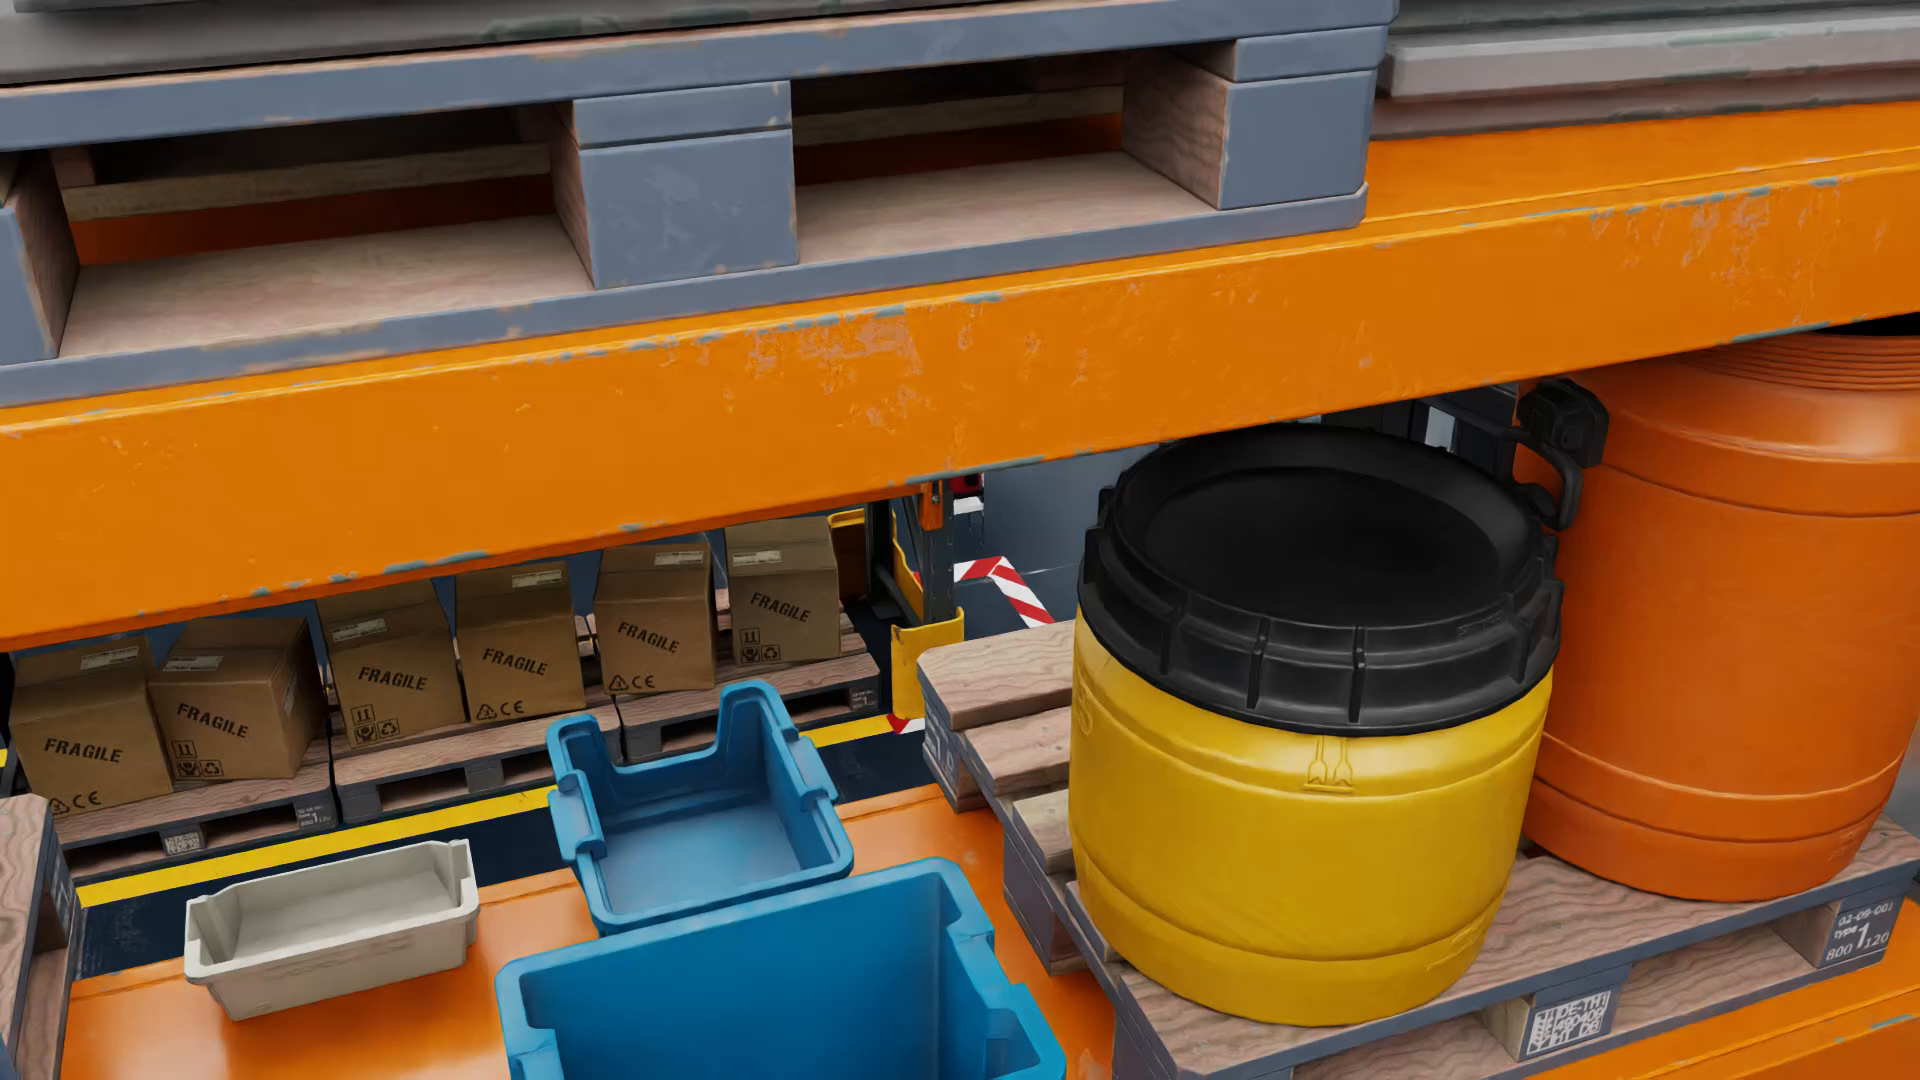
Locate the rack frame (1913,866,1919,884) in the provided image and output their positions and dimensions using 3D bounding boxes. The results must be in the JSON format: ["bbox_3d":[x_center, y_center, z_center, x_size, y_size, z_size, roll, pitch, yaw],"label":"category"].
[{"bbox_3d":[1.471,1.533,3.530,0.127,3.000,1.000,-10,31,-18],"label":"rack frame"}]

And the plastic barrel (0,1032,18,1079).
[{"bbox_3d":[-1.308,0.397,1.561,0.708,0.901,0.600,-10,31,-18],"label":"plastic barrel"}]

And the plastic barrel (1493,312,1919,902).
[{"bbox_3d":[1.060,0.003,2.326,0.708,0.830,0.600,-10,31,-18],"label":"plastic barrel"}]

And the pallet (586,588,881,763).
[{"bbox_3d":[-1.101,0.583,8.013,1.213,0.211,1.003,-10,31,-18],"label":"pallet"}]

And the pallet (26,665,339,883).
[{"bbox_3d":[-3.388,1.004,7.274,1.213,0.211,1.003,-10,31,-18],"label":"pallet"}]

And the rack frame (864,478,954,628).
[{"bbox_3d":[-0.256,-0.765,7.563,0.127,3.000,1.000,-10,31,-18],"label":"rack frame"}]

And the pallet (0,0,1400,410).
[{"bbox_3d":[-0.370,-0.495,1.624,1.213,0.211,1.003,-10,31,-18],"label":"pallet"}]

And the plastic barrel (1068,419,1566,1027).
[{"bbox_3d":[0.447,0.221,2.188,0.600,0.588,0.600,0,30,0],"label":"plastic barrel"}]

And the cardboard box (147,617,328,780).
[{"bbox_3d":[-3.082,0.676,7.134,0.500,0.500,0.500,-1,30,-2],"label":"cardboard box"}]

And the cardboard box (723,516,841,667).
[{"bbox_3d":[-0.847,0.238,7.902,0.500,0.500,0.500,-5,30,-8],"label":"cardboard box"}]

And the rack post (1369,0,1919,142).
[{"bbox_3d":[0.718,-0.785,2.043,0.954,0.300,0.937,-7,30,-12],"label":"rack post"}]

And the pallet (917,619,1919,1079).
[{"bbox_3d":[0.662,0.409,2.663,1.213,0.211,1.003,-10,31,-18],"label":"pallet"}]

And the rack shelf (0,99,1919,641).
[{"bbox_3d":[-0.403,-0.242,1.716,4.000,0.370,1.077,-10,31,-18],"label":"rack shelf"}]

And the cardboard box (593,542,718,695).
[{"bbox_3d":[-1.395,0.358,7.693,0.500,0.500,0.500,-3,30,-5],"label":"cardboard box"}]

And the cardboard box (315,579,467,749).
[{"bbox_3d":[-2.528,0.532,7.386,0.500,0.500,0.500,-13,32,-22],"label":"cardboard box"}]

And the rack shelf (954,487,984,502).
[{"bbox_3d":[-0.008,-0.282,9.086,0.200,0.077,0.258,-10,31,-18],"label":"rack shelf"}]

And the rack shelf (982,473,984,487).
[{"bbox_3d":[-0.008,-0.361,9.041,0.200,0.077,0.258,-10,31,-18],"label":"rack shelf"}]

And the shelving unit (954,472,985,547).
[{"bbox_3d":[-0.008,-0.390,9.025,0.210,0.900,0.258,-10,31,-18],"label":"shelving unit"}]

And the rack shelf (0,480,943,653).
[{"bbox_3d":[-2.131,-0.107,7.135,4.000,0.370,1.077,-10,31,-18],"label":"rack shelf"}]

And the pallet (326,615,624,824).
[{"bbox_3d":[-2.243,0.792,7.647,1.213,0.211,1.003,-10,31,-18],"label":"pallet"}]

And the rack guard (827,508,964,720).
[{"bbox_3d":[-0.327,0.334,8.159,0.348,0.500,1.175,-10,31,-18],"label":"rack guard"}]

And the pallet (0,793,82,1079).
[{"bbox_3d":[-1.636,0.832,1.920,1.003,0.211,1.213,-10,31,-18],"label":"pallet"}]

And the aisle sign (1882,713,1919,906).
[{"bbox_3d":[1.642,0.529,2.666,0.004,0.787,0.394,-10,31,-18],"label":"aisle sign"}]

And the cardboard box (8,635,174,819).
[{"bbox_3d":[-3.616,0.778,6.955,0.500,0.500,0.500,-11,32,-19],"label":"cardboard box"}]

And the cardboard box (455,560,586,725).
[{"bbox_3d":[-1.989,0.457,7.519,0.500,0.500,0.500,-8,31,-13],"label":"cardboard box"}]

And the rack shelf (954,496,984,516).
[{"bbox_3d":[-0.008,-0.204,9.130,0.200,0.077,0.258,-10,31,-18],"label":"rack shelf"}]

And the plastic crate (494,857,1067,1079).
[{"bbox_3d":[-0.211,0.705,1.968,0.575,0.384,0.392,-10,31,-18],"label":"plastic crate"}]

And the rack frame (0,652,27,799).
[{"bbox_3d":[-4.005,-0.075,6.351,0.127,3.000,1.000,-10,31,-18],"label":"rack frame"}]

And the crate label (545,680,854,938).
[{"bbox_3d":[-0.398,0.464,2.526,0.408,0.251,0.502,-10,31,-18],"label":"crate label"}]

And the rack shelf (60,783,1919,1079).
[{"bbox_3d":[-0.403,0.887,2.359,4.000,0.370,1.077,-10,31,-18],"label":"rack shelf"}]

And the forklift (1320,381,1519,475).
[{"bbox_3d":[2.011,0.238,5.871,1.130,2.935,3.031,-18,34,-29],"label":"forklift"}]

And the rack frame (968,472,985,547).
[{"bbox_3d":[0.088,-0.407,9.056,0.006,0.900,0.240,-10,31,-18],"label":"rack frame"}]

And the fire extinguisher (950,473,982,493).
[{"bbox_3d":[0.012,-0.538,7.242,0.183,0.674,0.296,-10,31,-18],"label":"fire extinguisher"}]

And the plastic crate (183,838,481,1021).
[{"bbox_3d":[-0.915,0.570,2.456,0.396,0.136,0.243,-10,31,-18],"label":"plastic crate"}]
